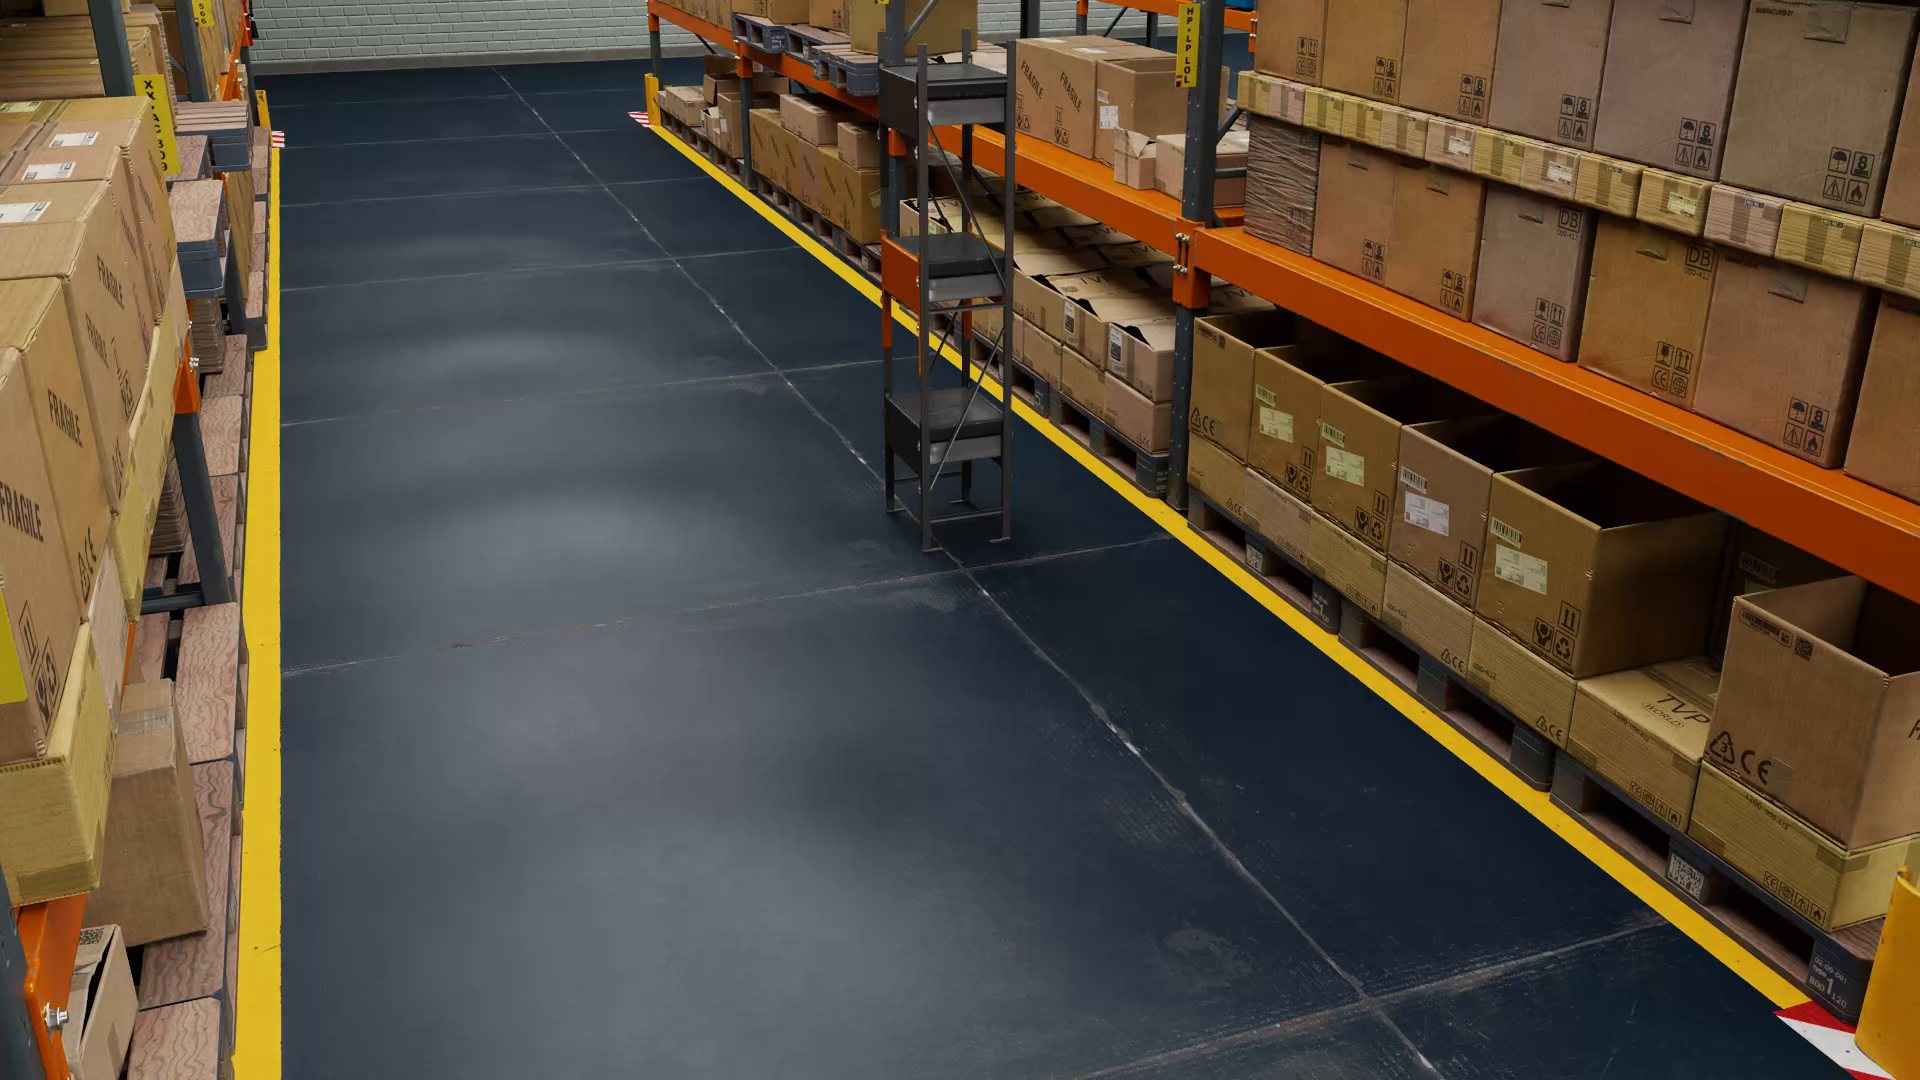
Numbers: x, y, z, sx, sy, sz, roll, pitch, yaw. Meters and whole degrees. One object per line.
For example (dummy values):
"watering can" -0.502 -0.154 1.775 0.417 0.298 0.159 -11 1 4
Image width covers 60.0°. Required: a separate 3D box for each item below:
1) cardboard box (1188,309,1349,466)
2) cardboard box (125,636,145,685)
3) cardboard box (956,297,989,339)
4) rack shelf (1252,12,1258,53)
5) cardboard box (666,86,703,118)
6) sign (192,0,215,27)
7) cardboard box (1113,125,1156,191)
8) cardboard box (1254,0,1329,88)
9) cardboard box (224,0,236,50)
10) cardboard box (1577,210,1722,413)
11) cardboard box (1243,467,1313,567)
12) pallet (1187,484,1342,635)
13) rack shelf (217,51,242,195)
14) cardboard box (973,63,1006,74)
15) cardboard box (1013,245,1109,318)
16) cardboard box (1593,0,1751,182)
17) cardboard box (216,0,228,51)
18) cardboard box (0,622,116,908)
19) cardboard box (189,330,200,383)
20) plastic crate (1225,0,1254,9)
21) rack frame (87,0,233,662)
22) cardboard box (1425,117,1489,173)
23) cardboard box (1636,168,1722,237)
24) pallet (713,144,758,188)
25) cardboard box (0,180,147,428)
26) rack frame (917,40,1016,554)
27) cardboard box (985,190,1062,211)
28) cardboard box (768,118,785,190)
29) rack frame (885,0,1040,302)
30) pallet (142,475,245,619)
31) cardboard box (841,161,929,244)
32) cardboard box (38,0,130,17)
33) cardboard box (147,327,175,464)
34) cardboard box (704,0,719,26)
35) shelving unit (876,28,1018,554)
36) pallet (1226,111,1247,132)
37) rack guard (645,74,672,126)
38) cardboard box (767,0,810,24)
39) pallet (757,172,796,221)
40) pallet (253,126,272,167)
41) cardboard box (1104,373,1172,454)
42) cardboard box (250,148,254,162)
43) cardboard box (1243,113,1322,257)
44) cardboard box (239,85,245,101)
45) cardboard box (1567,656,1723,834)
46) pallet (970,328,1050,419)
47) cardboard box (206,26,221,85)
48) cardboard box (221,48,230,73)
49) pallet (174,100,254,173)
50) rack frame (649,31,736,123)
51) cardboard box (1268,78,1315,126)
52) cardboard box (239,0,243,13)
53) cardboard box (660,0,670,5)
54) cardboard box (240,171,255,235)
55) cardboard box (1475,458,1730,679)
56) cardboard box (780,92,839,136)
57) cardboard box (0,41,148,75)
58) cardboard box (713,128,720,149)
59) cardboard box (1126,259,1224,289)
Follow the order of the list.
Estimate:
"cardboard box" 1.307 -0.655 6.975 0.500 0.500 0.500 -8 24 -19
"cardboard box" -2.793 0.408 5.072 0.500 0.500 0.500 -10 25 -23
"cardboard box" 0.301 -1.373 9.644 0.500 0.250 0.500 -9 24 -20
"rack shelf" 3.951 -4.121 14.091 1.077 0.370 4.000 -8 24 -19
"cardboard box" -2.700 -4.472 16.971 0.500 0.250 0.500 -8 24 -19
"sign" -4.106 -2.941 8.978 0.100 0.325 0.005 -8 24 -19
"cardboard box" 0.953 -1.826 7.894 0.396 0.266 0.258 -9 24 -20
"cardboard box" 1.598 -2.078 6.518 0.700 0.500 0.500 -8 24 -19
"cardboard box" -6.200 -4.157 12.865 0.980 0.700 0.700 -8 24 -18
"cardboard box" 2.336 -0.729 4.990 0.700 0.500 0.500 -8 24 -19
"cardboard box" 1.488 -0.128 6.691 0.500 0.250 0.500 -8 24 -19
"pallet" 1.677 -0.014 7.012 1.003 0.211 1.213 -8 24 -19
"rack shelf" -5.317 -2.762 10.866 1.077 0.370 4.000 -8 24 -19
"cardboard box" 0.157 -2.655 9.801 0.500 0.311 0.500 -9 24 -20
"cardboard box" 0.486 -1.440 9.081 0.500 0.311 0.500 -9 24 -20
"cardboard box" 2.307 -1.349 4.788 0.700 0.500 0.500 -8 24 -19
"cardboard box" -5.435 -3.695 11.617 0.500 0.500 0.500 -8 24 -19
"cardboard box" -1.660 0.379 2.655 0.500 0.250 0.500 -9 25 -21
"cardboard box" -4.234 -0.960 8.317 0.700 0.500 0.500 -8 24 -19
"plastic crate" 2.761 -5.322 15.959 0.392 0.384 0.575 -8 24 -19
"rack frame" -3.197 -0.913 5.554 1.000 3.000 0.127 -8 24 -19
"cardboard box" 1.808 -1.347 5.620 0.380 0.149 0.250 -9 25 -21
"cardboard box" 2.171 -0.973 4.733 0.380 0.149 0.250 -8 24 -17
"pallet" -1.632 -3.465 15.200 1.003 0.211 1.213 -8 24 -19
"cardboard box" -2.207 -0.515 3.813 0.500 0.500 0.500 -8 24 -17
"rack frame" 0.028 -0.939 6.775 0.400 2.100 0.015 -8 24 -19
"cardboard box" 0.438 -2.076 10.590 0.500 0.311 0.500 -8 24 -18
"cardboard box" -1.249 -3.150 13.514 0.500 0.500 0.500 -8 24 -18
"rack frame" 0.023 -3.047 10.618 1.000 3.000 0.127 -8 24 -19
"pallet" -3.474 0.089 6.766 1.003 0.211 1.213 -8 24 -19
"cardboard box" -0.527 -2.406 11.748 0.500 0.500 0.500 -7 24 -17
"cardboard box" -4.333 -2.678 8.211 0.380 0.149 0.250 -13 26 -28
"cardboard box" -2.386 -0.360 4.409 0.500 0.250 0.500 -8 24 -19
"cardboard box" -1.991 -4.880 14.838 0.500 0.500 0.500 -8 24 -17
"shelving unit" -0.058 -1.028 6.985 0.431 2.100 0.503 -8 24 -19
"pallet" 2.949 -4.156 16.839 1.003 0.211 1.213 -8 24 -19
"rack guard" -2.777 -4.775 17.935 1.175 0.500 0.348 -8 24 -19
"cardboard box" -1.130 -4.296 12.912 0.700 0.500 0.500 -5 23 -11
"pallet" -1.068 -2.925 13.919 1.003 0.211 1.213 -8 24 -19
"pallet" -7.081 -3.708 15.777 1.003 0.211 1.213 -8 24 -19
"cardboard box" 1.018 -0.631 7.885 0.500 0.250 0.500 -9 24 -20
"cardboard box" -6.545 -3.517 14.410 0.700 0.500 0.500 -8 24 -18
"cardboard box" 1.598 -1.480 6.770 0.700 0.500 0.500 -9 24 -20
"cardboard box" -6.327 -3.785 14.211 0.380 0.149 0.250 -9 24 -20
"cardboard box" 2.195 0.599 4.967 0.500 0.250 0.500 -8 24 -19
"pallet" 0.704 -1.015 9.387 1.003 0.211 1.213 -8 24 -19
"cardboard box" -4.719 -2.962 9.878 0.500 0.500 0.500 -8 24 -17
"cardboard box" -5.330 -3.353 11.640 0.380 0.149 0.250 -8 24 -19
"pallet" -4.259 -2.034 8.460 1.213 0.211 1.003 -8 24 -19
"rack frame" -2.804 -5.954 17.515 1.000 3.000 0.127 -8 24 -19
"cardboard box" 1.438 -1.724 6.513 0.380 0.149 0.250 -8 24 -18
"cardboard box" -7.247 -5.227 15.404 0.980 0.700 0.700 -7 24 -17
"cardboard box" -2.706 -5.616 16.584 0.500 0.500 0.500 -9 24 -20
"cardboard box" -5.355 -2.482 11.503 0.750 0.750 0.750 -8 24 -17
"cardboard box" 2.014 0.072 5.251 0.500 0.500 0.500 -8 24 -19
"cardboard box" -1.094 -3.325 12.962 0.500 0.250 0.500 -8 24 -19
"cardboard box" -3.798 -1.790 6.941 0.700 0.500 0.500 -5 23 -12
"cardboard box" -2.046 -3.686 15.237 0.380 0.149 0.250 -8 24 -19
"cardboard box" 1.167 -1.334 8.830 0.500 0.311 0.500 -9 25 -21
